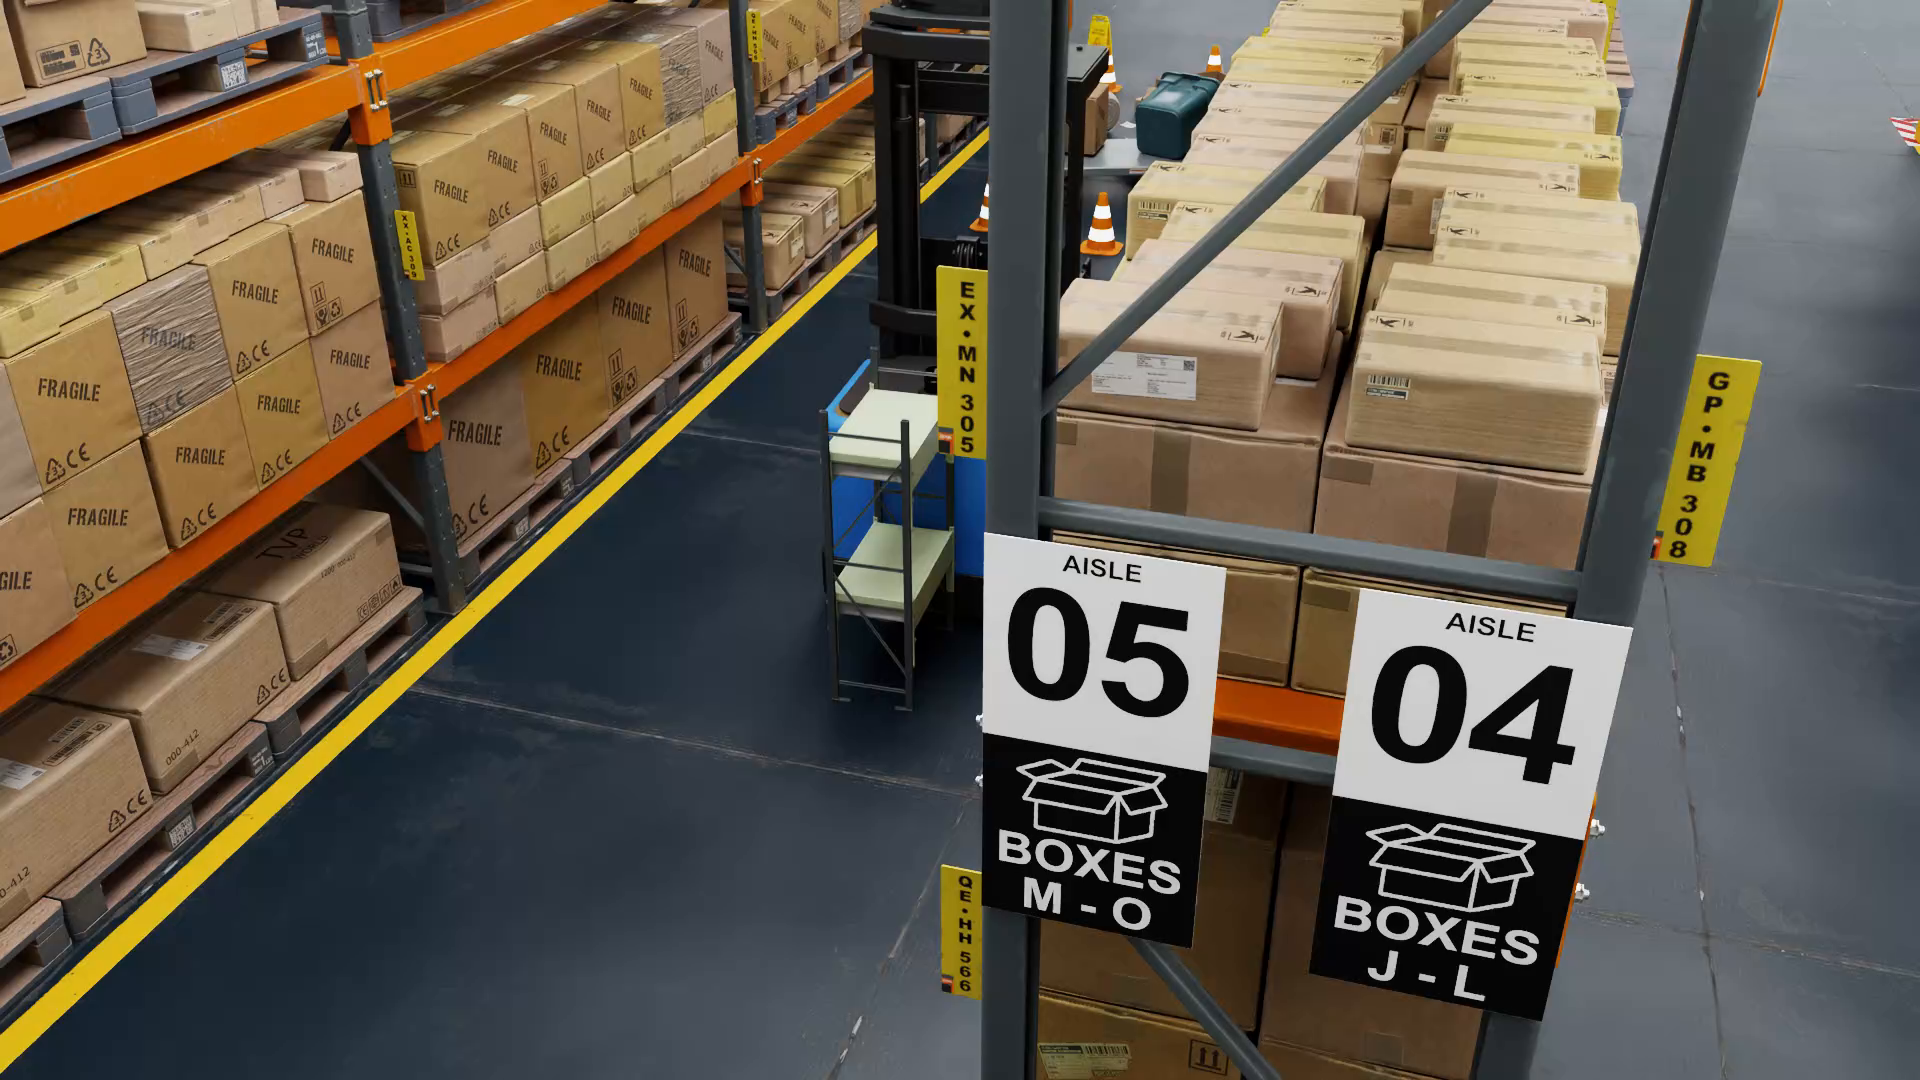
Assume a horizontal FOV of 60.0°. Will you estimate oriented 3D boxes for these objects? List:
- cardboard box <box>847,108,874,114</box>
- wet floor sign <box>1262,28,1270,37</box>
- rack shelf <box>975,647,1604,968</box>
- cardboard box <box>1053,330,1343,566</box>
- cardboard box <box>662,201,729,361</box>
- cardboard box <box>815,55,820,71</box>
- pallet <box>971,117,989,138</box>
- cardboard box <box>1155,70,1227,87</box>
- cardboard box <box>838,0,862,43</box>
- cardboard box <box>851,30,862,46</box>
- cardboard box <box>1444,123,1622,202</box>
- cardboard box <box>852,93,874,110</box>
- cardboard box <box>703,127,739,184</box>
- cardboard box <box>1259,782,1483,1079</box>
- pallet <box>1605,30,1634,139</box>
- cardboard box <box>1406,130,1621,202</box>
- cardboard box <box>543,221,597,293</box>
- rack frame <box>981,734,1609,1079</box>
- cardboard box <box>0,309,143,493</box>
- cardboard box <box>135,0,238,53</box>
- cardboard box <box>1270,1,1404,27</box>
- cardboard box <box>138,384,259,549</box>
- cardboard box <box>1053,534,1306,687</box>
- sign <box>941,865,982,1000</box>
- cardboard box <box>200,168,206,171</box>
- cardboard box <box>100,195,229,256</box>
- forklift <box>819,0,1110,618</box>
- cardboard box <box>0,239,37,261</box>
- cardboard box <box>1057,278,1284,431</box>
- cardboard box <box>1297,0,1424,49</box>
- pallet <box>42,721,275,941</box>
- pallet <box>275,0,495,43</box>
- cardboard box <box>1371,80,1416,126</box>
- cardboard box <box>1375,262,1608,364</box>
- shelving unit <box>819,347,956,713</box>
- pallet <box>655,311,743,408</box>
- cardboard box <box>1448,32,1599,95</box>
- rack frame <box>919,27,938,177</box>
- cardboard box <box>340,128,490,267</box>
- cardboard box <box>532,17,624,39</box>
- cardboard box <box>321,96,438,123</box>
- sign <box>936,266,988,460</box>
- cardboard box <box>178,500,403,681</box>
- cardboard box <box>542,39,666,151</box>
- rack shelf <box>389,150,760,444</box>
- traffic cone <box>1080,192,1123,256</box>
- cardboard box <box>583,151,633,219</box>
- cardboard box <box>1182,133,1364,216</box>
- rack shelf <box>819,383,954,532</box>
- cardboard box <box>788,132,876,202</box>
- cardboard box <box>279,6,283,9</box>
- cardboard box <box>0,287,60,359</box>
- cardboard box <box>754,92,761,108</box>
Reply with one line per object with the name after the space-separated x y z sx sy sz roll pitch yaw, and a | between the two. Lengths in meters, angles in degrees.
-0.787 -4.025 15.797 0.500 0.250 0.500 10 31 17 | cardboard box
3.348 -5.197 17.928 0.267 0.644 0.232 3 29 6 | wet floor sign
1.123 -0.420 4.574 1.077 0.370 4.000 8 30 15 | rack shelf
0.428 -0.208 3.093 0.500 0.250 0.500 8 30 13 | cardboard box
-2.159 -1.817 11.185 0.875 0.875 0.875 8 30 14 | cardboard box
-1.268 -3.565 12.399 0.380 0.149 0.250 10 31 18 | cardboard box
-0.184 -4.398 16.938 1.003 0.211 1.213 8 30 15 | pallet
2.376 -4.321 16.499 0.797 0.503 0.637 -12 31 -20 | cardboard box
-1.074 -4.127 12.742 0.500 0.500 0.500 7 30 13 | cardboard box
-0.903 -4.053 13.277 0.380 0.149 0.250 8 30 15 | cardboard box
1.305 -0.839 3.816 0.380 0.149 0.250 9 30 16 | cardboard box
-0.786 -4.353 15.615 0.500 0.500 0.500 8 30 14 | cardboard box
-1.777 -2.534 10.873 0.500 0.250 0.500 7 30 13 | cardboard box
0.922 0.724 3.425 0.500 0.500 0.500 8 30 15 | cardboard box
1.993 -1.854 6.604 1.213 0.211 1.003 8 30 15 | pallet
1.373 -0.836 4.222 0.500 0.250 0.500 7 30 13 | cardboard box
-2.354 -1.590 9.177 0.500 0.250 0.500 8 30 14 | cardboard box
0.536 1.506 3.458 1.000 3.000 0.127 8 30 15 | rack frame
-3.378 -0.530 5.986 0.500 0.500 0.500 9 30 15 | cardboard box
-3.010 -1.975 6.353 0.380 0.149 0.250 9 30 16 | cardboard box
1.142 -1.530 5.059 0.380 0.149 0.250 8 30 13 | cardboard box
-3.222 -0.328 6.652 0.500 0.500 0.500 8 30 14 | cardboard box
0.417 0.011 3.213 0.500 0.250 0.500 8 30 14 | cardboard box
0.012 0.773 3.258 0.100 0.325 0.005 8 30 15 | sign
-3.452 -1.545 7.144 0.380 0.149 0.250 9 30 16 | cardboard box
-3.158 -1.246 6.606 0.380 0.149 0.250 8 30 14 | cardboard box
0.160 -1.577 9.069 1.130 2.935 3.031 7 30 13 | forklift
-3.719 -1.066 6.282 0.380 0.149 0.250 8 30 15 | cardboard box
0.353 -0.329 2.899 0.380 0.149 0.250 8 30 14 | cardboard box
1.262 -1.644 5.264 0.380 0.149 0.250 8 30 14 | cardboard box
-3.706 1.117 7.025 1.003 0.211 1.213 8 30 15 | pallet
-2.829 -2.673 8.080 0.805 0.209 1.217 7 30 13 | pallet
1.028 -1.165 4.813 0.500 0.250 0.500 9 30 16 | cardboard box
0.941 -0.366 2.967 0.380 0.149 0.250 10 31 17 | cardboard box
-0.318 -0.048 7.794 0.431 1.500 0.755 7 30 13 | shelving unit
-2.181 -1.297 11.365 1.003 0.211 1.213 8 30 15 | pallet
1.582 -1.321 4.684 0.380 0.149 0.250 7 30 13 | cardboard box
-0.703 -4.730 14.668 1.000 3.000 0.127 8 30 15 | rack frame
-2.647 -1.657 8.011 0.500 0.500 0.500 9 30 15 | cardboard box
-2.392 -2.926 10.292 0.500 0.500 0.500 9 30 15 | cardboard box
-3.015 -1.978 8.589 0.500 0.500 0.500 9 30 16 | cardboard box
0.012 -0.280 2.672 0.100 0.325 0.005 8 30 15 | sign
-3.338 0.200 8.008 0.875 0.438 0.875 8 30 14 | cardboard box
-2.074 -2.605 9.716 0.500 0.500 0.500 9 30 15 | cardboard box
-2.464 -1.628 9.830 1.077 0.370 4.000 8 30 15 | rack shelf
1.142 -2.568 13.390 0.336 0.463 0.334 8 30 15 | traffic cone
-2.206 -2.042 9.475 0.500 0.250 0.500 8 30 13 | cardboard box
0.700 -0.796 3.740 0.380 0.149 0.250 8 30 14 | cardboard box
-0.318 -0.389 7.604 0.431 0.370 0.720 7 30 13 | rack shelf
-1.062 -3.187 14.164 0.950 0.372 0.625 10 31 18 | cardboard box
-5.941 -4.375 13.670 0.500 0.250 0.500 8 30 14 | cardboard box
-3.361 -0.758 5.728 0.380 0.149 0.250 8 30 14 | cardboard box
-1.604 -3.070 11.509 0.380 0.149 0.250 7 30 12 | cardboard box
